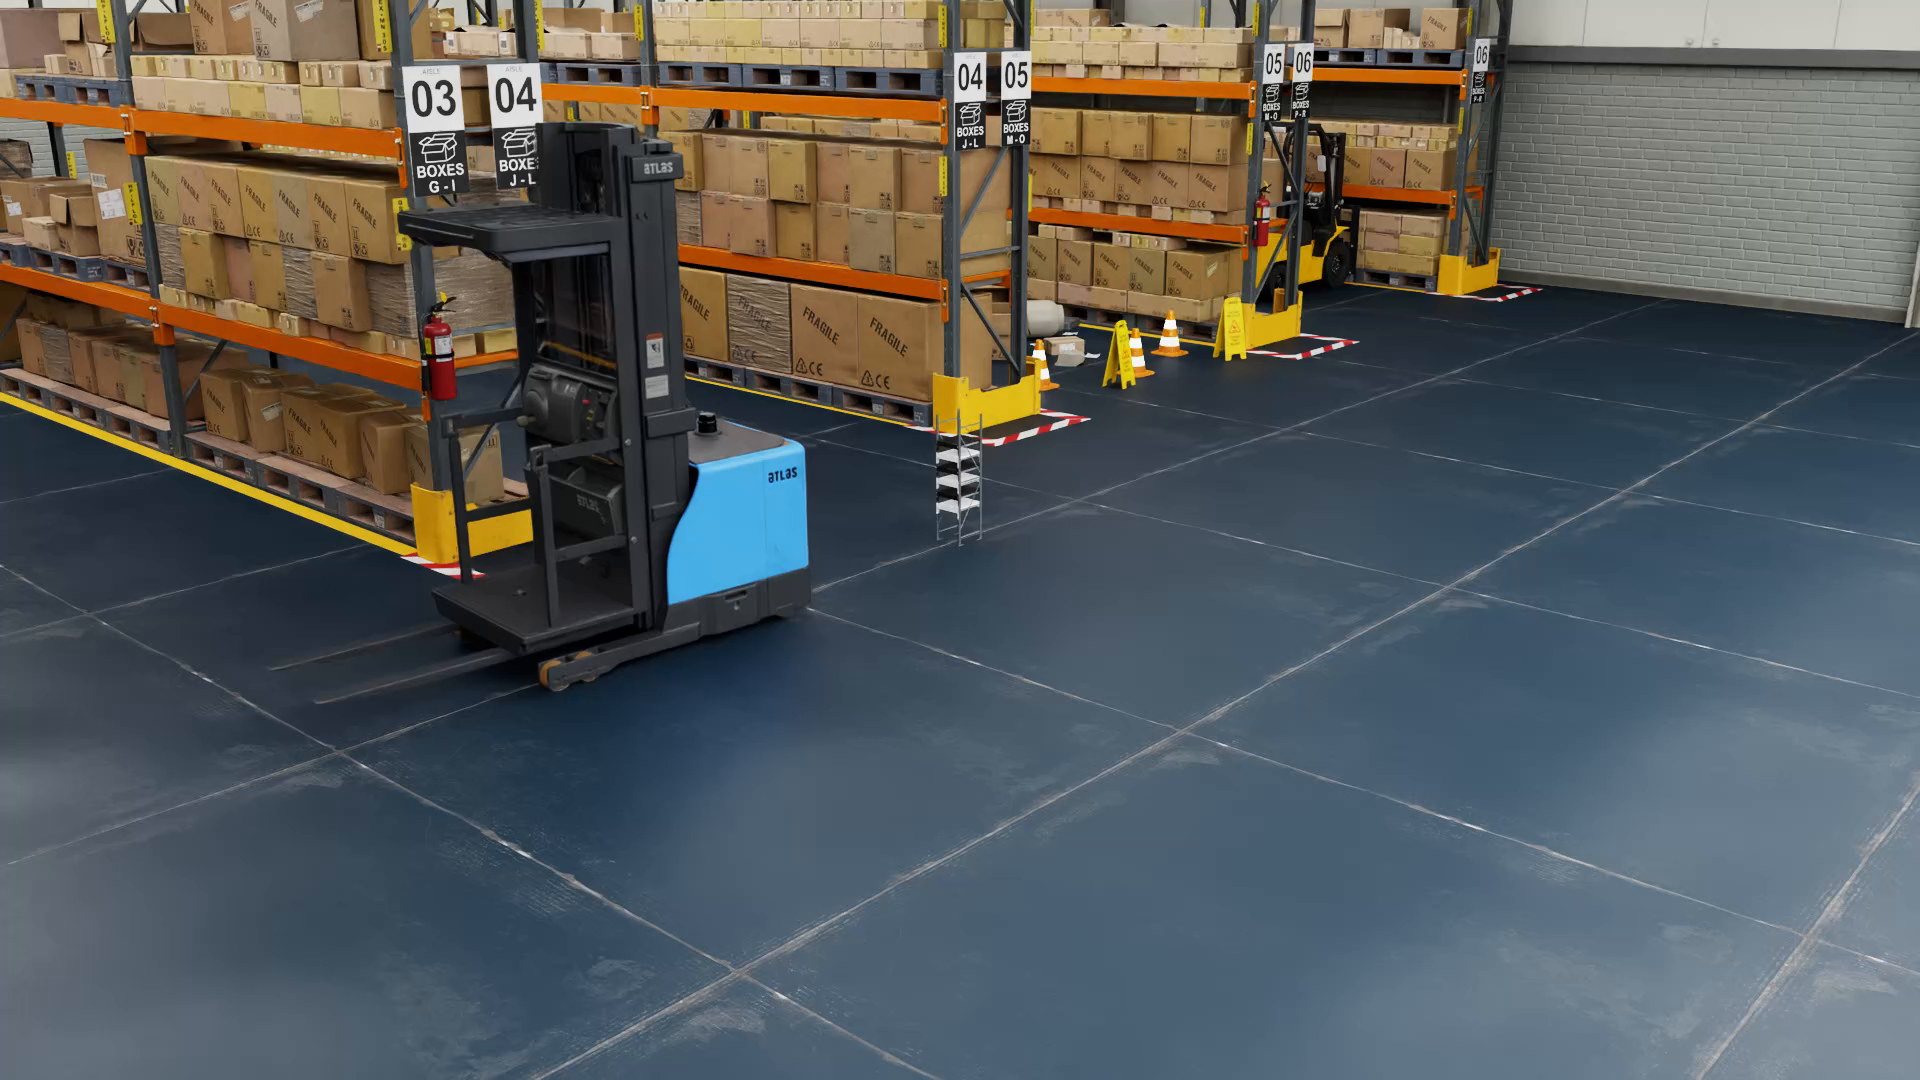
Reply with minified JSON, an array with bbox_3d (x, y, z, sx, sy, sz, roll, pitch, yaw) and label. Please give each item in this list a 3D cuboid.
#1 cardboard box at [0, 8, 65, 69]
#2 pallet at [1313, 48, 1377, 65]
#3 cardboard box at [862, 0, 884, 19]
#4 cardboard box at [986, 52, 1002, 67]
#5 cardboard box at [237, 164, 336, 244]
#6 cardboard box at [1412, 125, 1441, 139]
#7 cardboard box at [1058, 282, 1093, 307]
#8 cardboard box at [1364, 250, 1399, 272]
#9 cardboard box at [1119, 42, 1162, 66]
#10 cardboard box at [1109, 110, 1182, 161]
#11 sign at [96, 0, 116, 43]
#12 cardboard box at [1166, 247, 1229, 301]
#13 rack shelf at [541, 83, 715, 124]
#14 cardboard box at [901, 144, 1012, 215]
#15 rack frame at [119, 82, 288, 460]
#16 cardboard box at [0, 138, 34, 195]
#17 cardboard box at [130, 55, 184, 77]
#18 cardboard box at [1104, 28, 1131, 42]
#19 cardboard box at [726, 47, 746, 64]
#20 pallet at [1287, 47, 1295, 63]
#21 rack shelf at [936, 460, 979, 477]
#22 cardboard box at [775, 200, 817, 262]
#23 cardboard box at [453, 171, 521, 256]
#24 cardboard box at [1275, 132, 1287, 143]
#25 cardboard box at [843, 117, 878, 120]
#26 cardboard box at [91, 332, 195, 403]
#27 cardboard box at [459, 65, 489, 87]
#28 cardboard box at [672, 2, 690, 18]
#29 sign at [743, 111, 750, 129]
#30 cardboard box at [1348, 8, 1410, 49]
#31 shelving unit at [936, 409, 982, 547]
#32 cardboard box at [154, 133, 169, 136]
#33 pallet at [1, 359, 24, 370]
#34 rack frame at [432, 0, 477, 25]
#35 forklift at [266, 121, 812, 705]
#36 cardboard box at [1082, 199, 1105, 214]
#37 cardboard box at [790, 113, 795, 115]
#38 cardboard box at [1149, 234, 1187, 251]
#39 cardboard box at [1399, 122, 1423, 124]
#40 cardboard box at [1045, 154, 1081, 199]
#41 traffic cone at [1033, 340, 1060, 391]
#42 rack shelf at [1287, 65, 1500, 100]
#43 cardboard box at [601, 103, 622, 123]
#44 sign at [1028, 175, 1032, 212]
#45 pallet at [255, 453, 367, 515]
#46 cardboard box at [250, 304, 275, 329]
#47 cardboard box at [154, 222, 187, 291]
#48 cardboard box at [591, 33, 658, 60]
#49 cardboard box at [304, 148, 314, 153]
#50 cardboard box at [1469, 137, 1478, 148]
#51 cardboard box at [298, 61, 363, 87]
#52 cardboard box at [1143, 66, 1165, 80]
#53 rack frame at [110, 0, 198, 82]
[{"bbox_3d":[-8.180,-4.378,14.498,0.500,0.500,0.500,14,22,38],"label":"cardboard box"},{"bbox_3d":[5.306,-6.557,22.501,1.213,0.211,1.003,15,23,39],"label":"pallet"},{"bbox_3d":[-0.622,-4.543,14.247,0.250,0.149,0.380,16,23,40],"label":"cardboard box"},{"bbox_3d":[0.189,-4.212,14.521,0.250,0.149,0.380,15,23,40],"label":"cardboard box"},{"bbox_3d":[-4.829,-2.434,12.011,0.500,0.500,0.500,15,23,39],"label":"cardboard box"},{"bbox_3d":[6.122,-5.342,21.756,0.250,0.149,0.380,15,23,39],"label":"cardboard box"},{"bbox_3d":[1.518,-2.955,19.817,0.500,0.250,0.500,15,23,39],"label":"cardboard box"},{"bbox_3d":[5.808,-3.791,22.450,0.500,0.250,0.500,15,23,39],"label":"cardboard box"},{"bbox_3d":[2.114,-5.399,18.462,0.500,0.250,0.500,16,24,41],"label":"cardboard box"},{"bbox_3d":[2.092,-4.554,18.694,0.500,0.500,0.700,15,23,39],"label":"cardboard box"},{"bbox_3d":[-6.493,-3.951,12.639,0.005,0.325,0.100,15,23,39],"label":"sign"},{"bbox_3d":[2.670,-3.002,18.723,0.500,0.500,0.500,15,23,40],"label":"cardboard box"},{"bbox_3d":[-4.255,-4.804,18.021,4.000,0.370,1.077,15,23,39],"label":"rack shelf"},{"bbox_3d":[-0.019,-3.182,14.646,0.550,0.550,0.875,15,23,39],"label":"cardboard box"},{"bbox_3d":[-6.127,-2.214,13.629,0.127,3.000,1.000,15,23,39],"label":"rack frame"},{"bbox_3d":[-9.655,-3.693,16.467,0.637,0.503,0.797,16,24,41],"label":"cardboard box"},{"bbox_3d":[-6.089,-3.627,12.712,0.250,0.149,0.380,14,22,38],"label":"cardboard box"},{"bbox_3d":[1.824,-5.644,18.576,0.250,0.149,0.380,16,23,41],"label":"cardboard box"},{"bbox_3d":[-1.950,-4.520,15.491,0.250,0.149,0.380,15,23,38],"label":"cardboard box"},{"bbox_3d":[4.398,-6.802,23.273,1.213,0.211,1.003,15,23,39],"label":"pallet"},{"bbox_3d":[-0.006,-0.485,11.464,0.200,0.077,0.258,15,23,39],"label":"rack shelf"},{"bbox_3d":[-1.260,-2.992,15.832,0.500,0.550,0.875,15,23,39],"label":"cardboard box"},{"bbox_3d":[-3.366,-2.249,11.429,0.500,0.500,0.500,15,23,39],"label":"cardboard box"},{"bbox_3d":[4.545,-5.596,23.048,0.250,0.149,0.380,15,23,39],"label":"cardboard box"},{"bbox_3d":[-1.244,-5.418,22.373,0.500,0.500,0.500,13,22,36],"label":"cardboard box"},{"bbox_3d":[-7.335,-1.573,15.013,0.500,0.500,0.700,13,22,35],"label":"cardboard box"},{"bbox_3d":[-3.188,-3.067,10.946,0.250,0.149,0.380,15,23,39],"label":"cardboard box"},{"bbox_3d":[-2.521,-5.053,15.852,0.250,0.149,0.380,15,23,39],"label":"cardboard box"},{"bbox_3d":[-2.907,-5.685,22.651,0.005,0.325,0.100,15,23,39],"label":"sign"},{"bbox_3d":[5.542,-6.764,21.982,0.500,0.500,0.700,15,23,40],"label":"cardboard box"},{"bbox_3d":[-0.006,-0.431,11.481,0.210,0.900,0.258,15,23,39],"label":"shelving unit"},{"bbox_3d":[-11.165,-5.660,23.831,0.500,0.500,0.500,15,23,39],"label":"cardboard box"},{"bbox_3d":[-9.659,-1.863,17.134,1.213,0.211,1.003,15,23,39],"label":"pallet"},{"bbox_3d":[-8.525,-9.725,27.378,0.127,3.000,1.000,15,23,39],"label":"rack frame"},{"bbox_3d":[-2.328,-0.753,9.138,3.031,2.935,1.130,-16,23,-41],"label":"forklift"},{"bbox_3d":[1.631,-3.897,19.348,0.250,0.149,0.380,15,23,39],"label":"cardboard box"},{"bbox_3d":[-3.178,-7.973,30.292,0.500,0.500,0.500,14,23,38],"label":"cardboard box"},{"bbox_3d":[2.351,-3.369,18.809,0.250,0.149,0.380,16,24,41],"label":"cardboard box"},{"bbox_3d":[6.070,-5.554,22.424,0.250,0.149,0.380,15,23,40],"label":"cardboard box"},{"bbox_3d":[1.353,-4.295,19.528,0.500,0.500,0.500,15,23,39],"label":"cardboard box"},{"bbox_3d":[0.778,-1.731,16.302,0.334,0.463,0.336,15,23,39],"label":"traffic cone"},{"bbox_3d":[5.239,-6.265,22.624,4.000,0.370,1.077,15,23,39],"label":"rack shelf"},{"bbox_3d":[-4.996,-6.337,24.803,0.500,0.500,0.500,15,23,39],"label":"cardboard box"},{"bbox_3d":[0.605,-3.087,14.819,0.005,0.325,0.100,15,23,39],"label":"sign"},{"bbox_3d":[-4.685,-0.513,12.879,1.213,0.211,1.003,15,23,39],"label":"pallet"},{"bbox_3d":[-5.035,-1.685,12.377,0.250,0.149,0.380,15,23,39],"label":"cardboard box"},{"bbox_3d":[-5.832,-2.299,13.240,0.500,0.500,0.875,15,23,39],"label":"cardboard box"},{"bbox_3d":[-3.394,-5.027,16.924,0.500,0.250,0.500,15,23,40],"label":"cardboard box"},{"bbox_3d":[-7.974,-4.894,20.812,0.250,0.149,0.380,15,23,39],"label":"cardboard box"},{"bbox_3d":[6.653,-5.260,21.990,0.250,0.149,0.380,14,23,38],"label":"cardboard box"},{"bbox_3d":[-4.148,-3.098,11.045,0.250,0.149,0.380,15,23,40],"label":"cardboard box"},{"bbox_3d":[2.243,-5.180,18.432,0.250,0.149,0.380,15,23,39],"label":"cardboard box"},{"bbox_3d":[-6.127,-5.073,12.721,0.127,3.000,1.000,15,23,39],"label":"rack frame"}]
